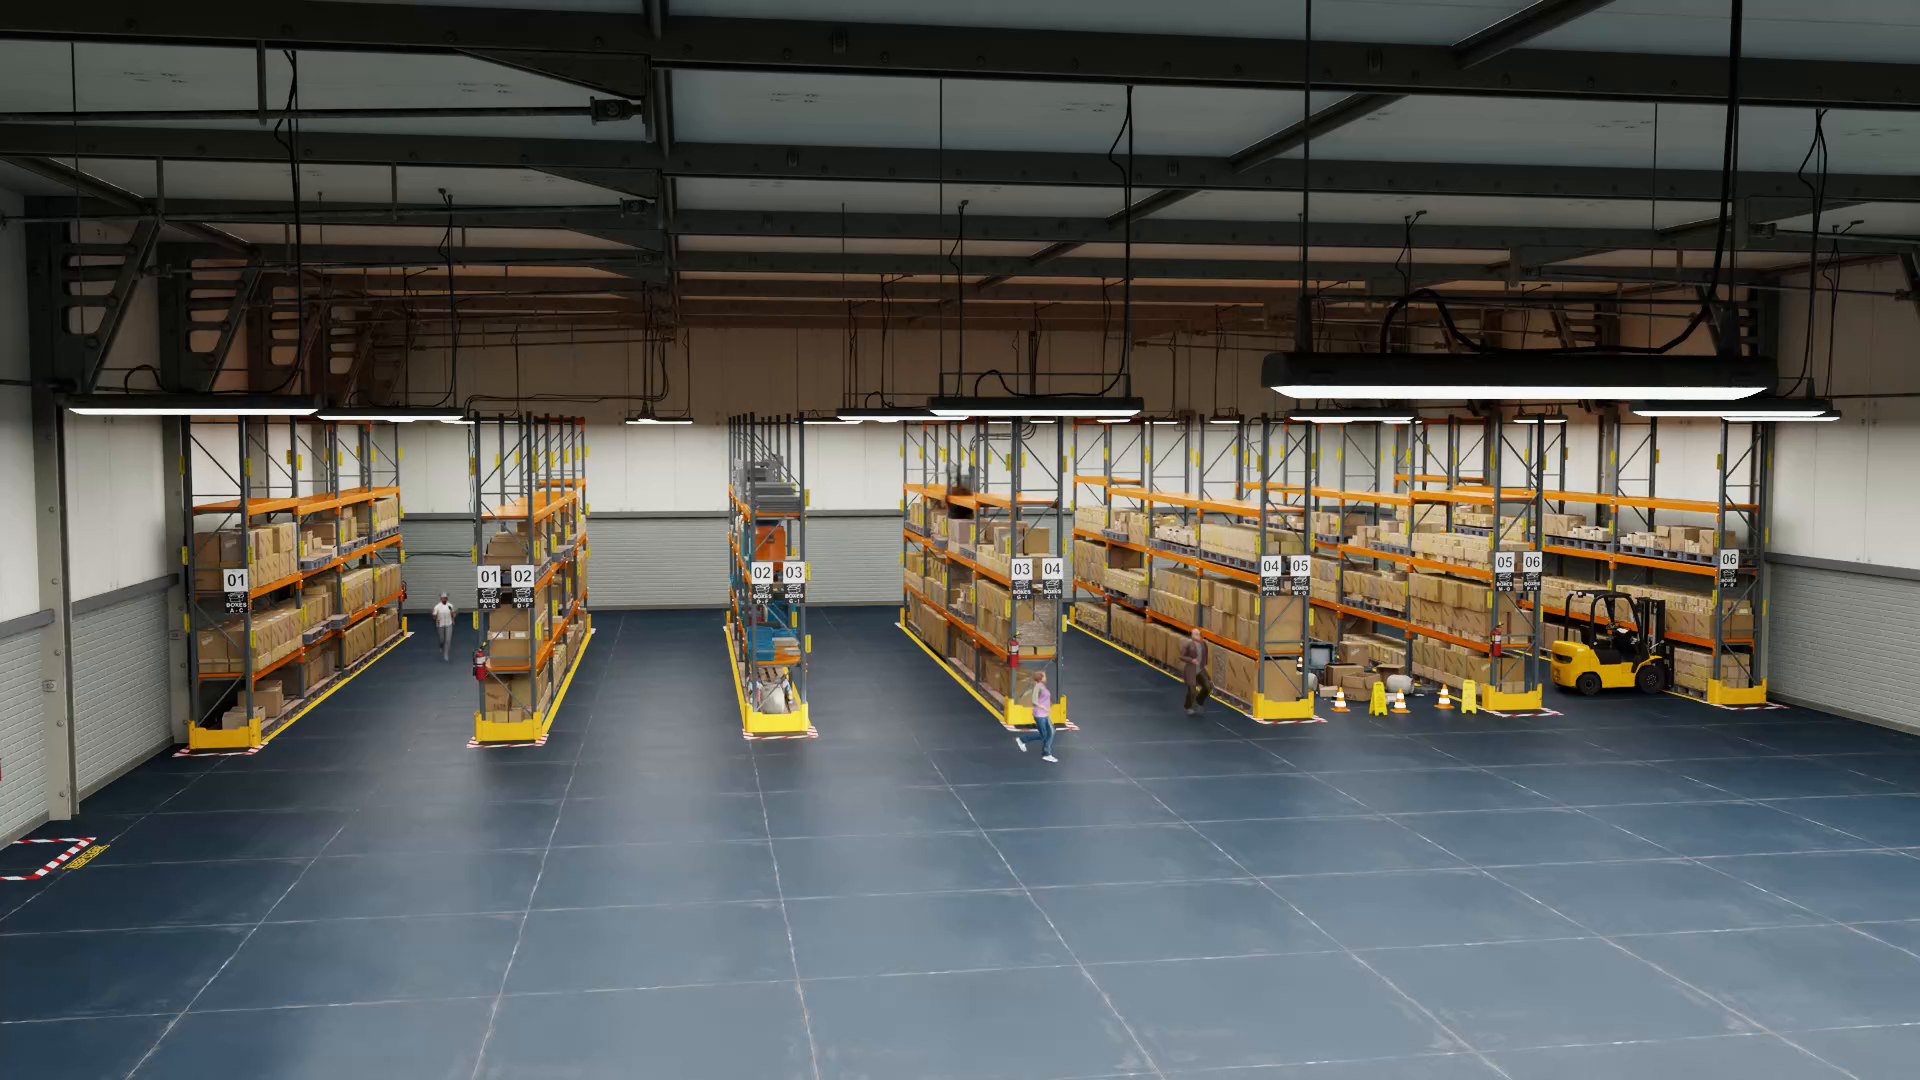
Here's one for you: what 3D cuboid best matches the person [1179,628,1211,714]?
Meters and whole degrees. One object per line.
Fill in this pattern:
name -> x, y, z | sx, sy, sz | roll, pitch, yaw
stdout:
person -> 4.673, 2.609, 32.929 | 0.729, 1.731, 0.790 | -1, 4, -19

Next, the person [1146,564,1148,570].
person -> 5.360, 1.530, 48.277 | 0.655, 1.823, 0.857 | -1, 4, -15

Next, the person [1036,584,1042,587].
person -> 2.274, 1.678, 46.785 | 0.696, 1.825, 0.744 | -1, 4, -9

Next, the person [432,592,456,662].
person -> -12.669, 2.115, 40.894 | 0.578, 1.684, 0.782 | -2, 4, -23

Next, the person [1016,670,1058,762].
person -> 1.335, 3.008, 28.492 | 0.723, 1.578, 0.545 | 1, 4, 17
